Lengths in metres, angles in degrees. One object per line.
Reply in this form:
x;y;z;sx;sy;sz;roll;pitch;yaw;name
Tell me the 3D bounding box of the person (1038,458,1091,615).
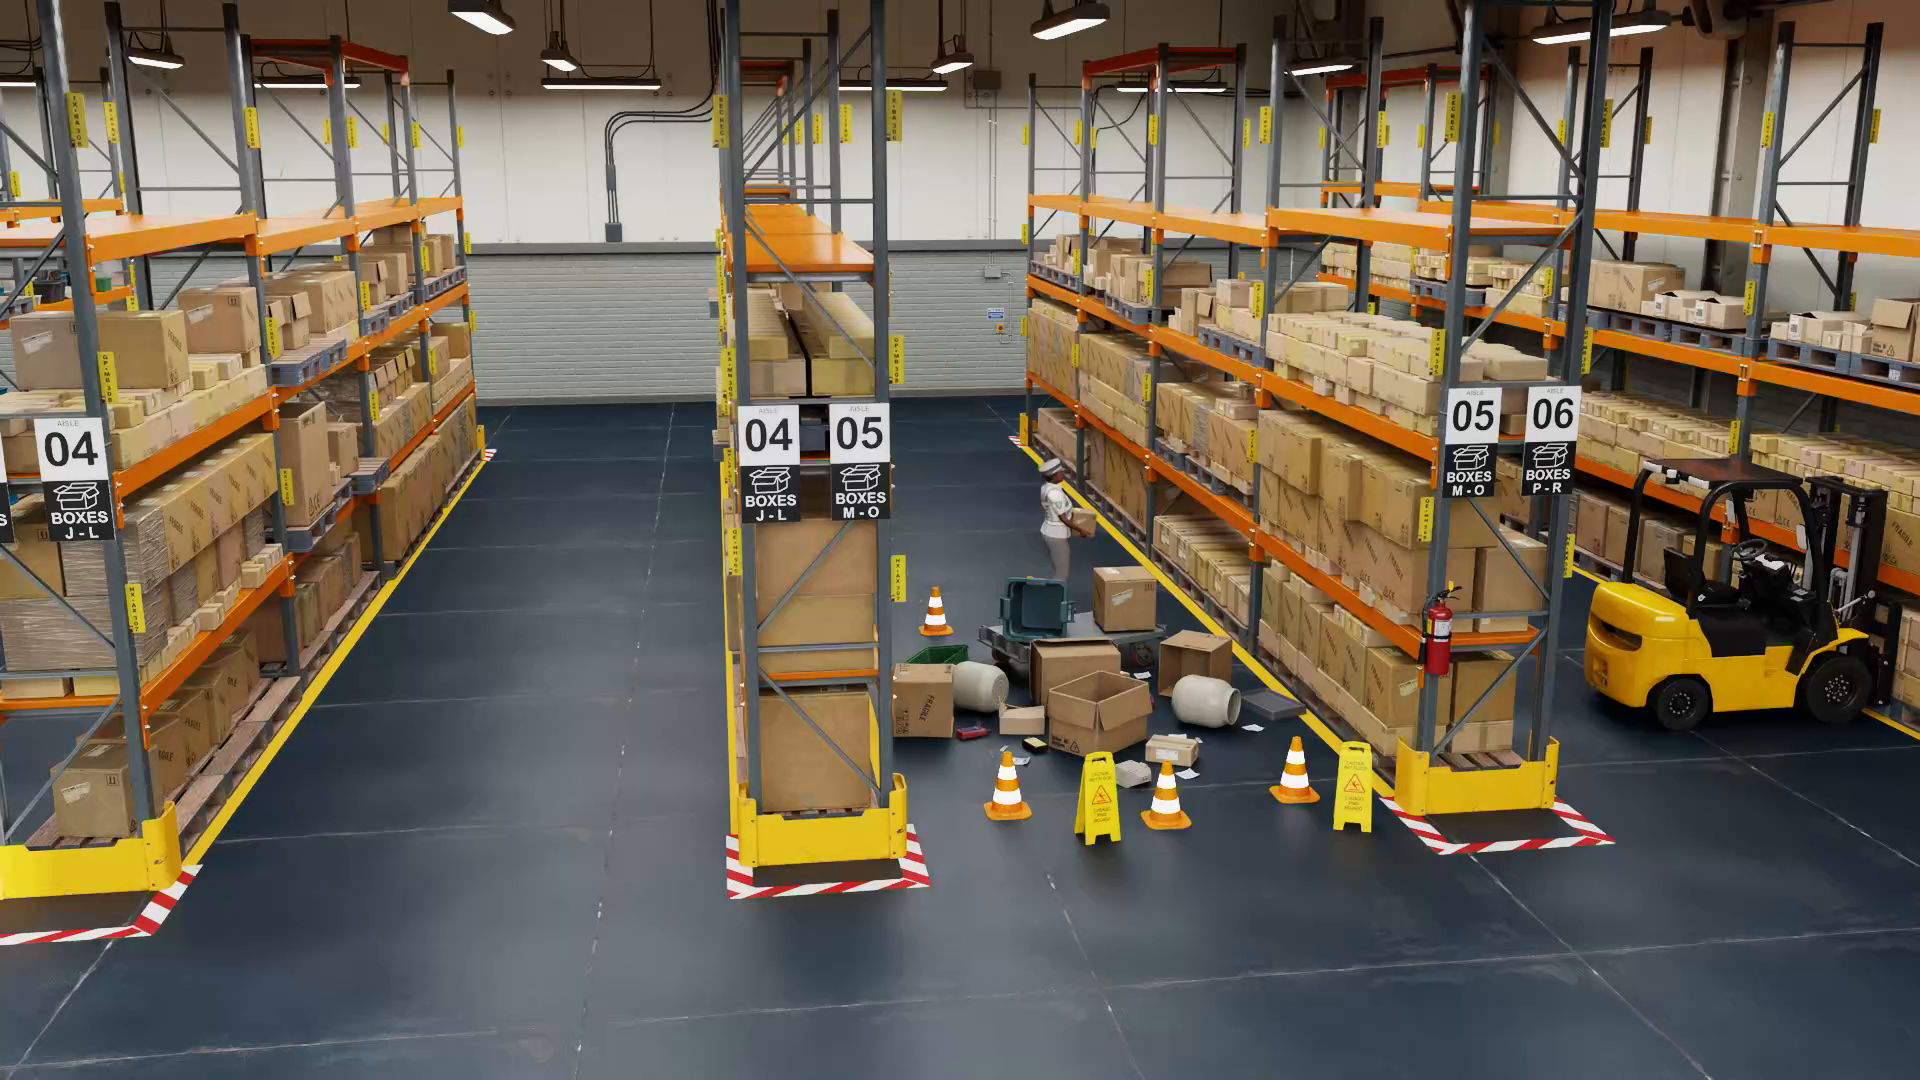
1.094;-0.030;17.560;0.534;1.688;0.450;-2;13;-7;person
